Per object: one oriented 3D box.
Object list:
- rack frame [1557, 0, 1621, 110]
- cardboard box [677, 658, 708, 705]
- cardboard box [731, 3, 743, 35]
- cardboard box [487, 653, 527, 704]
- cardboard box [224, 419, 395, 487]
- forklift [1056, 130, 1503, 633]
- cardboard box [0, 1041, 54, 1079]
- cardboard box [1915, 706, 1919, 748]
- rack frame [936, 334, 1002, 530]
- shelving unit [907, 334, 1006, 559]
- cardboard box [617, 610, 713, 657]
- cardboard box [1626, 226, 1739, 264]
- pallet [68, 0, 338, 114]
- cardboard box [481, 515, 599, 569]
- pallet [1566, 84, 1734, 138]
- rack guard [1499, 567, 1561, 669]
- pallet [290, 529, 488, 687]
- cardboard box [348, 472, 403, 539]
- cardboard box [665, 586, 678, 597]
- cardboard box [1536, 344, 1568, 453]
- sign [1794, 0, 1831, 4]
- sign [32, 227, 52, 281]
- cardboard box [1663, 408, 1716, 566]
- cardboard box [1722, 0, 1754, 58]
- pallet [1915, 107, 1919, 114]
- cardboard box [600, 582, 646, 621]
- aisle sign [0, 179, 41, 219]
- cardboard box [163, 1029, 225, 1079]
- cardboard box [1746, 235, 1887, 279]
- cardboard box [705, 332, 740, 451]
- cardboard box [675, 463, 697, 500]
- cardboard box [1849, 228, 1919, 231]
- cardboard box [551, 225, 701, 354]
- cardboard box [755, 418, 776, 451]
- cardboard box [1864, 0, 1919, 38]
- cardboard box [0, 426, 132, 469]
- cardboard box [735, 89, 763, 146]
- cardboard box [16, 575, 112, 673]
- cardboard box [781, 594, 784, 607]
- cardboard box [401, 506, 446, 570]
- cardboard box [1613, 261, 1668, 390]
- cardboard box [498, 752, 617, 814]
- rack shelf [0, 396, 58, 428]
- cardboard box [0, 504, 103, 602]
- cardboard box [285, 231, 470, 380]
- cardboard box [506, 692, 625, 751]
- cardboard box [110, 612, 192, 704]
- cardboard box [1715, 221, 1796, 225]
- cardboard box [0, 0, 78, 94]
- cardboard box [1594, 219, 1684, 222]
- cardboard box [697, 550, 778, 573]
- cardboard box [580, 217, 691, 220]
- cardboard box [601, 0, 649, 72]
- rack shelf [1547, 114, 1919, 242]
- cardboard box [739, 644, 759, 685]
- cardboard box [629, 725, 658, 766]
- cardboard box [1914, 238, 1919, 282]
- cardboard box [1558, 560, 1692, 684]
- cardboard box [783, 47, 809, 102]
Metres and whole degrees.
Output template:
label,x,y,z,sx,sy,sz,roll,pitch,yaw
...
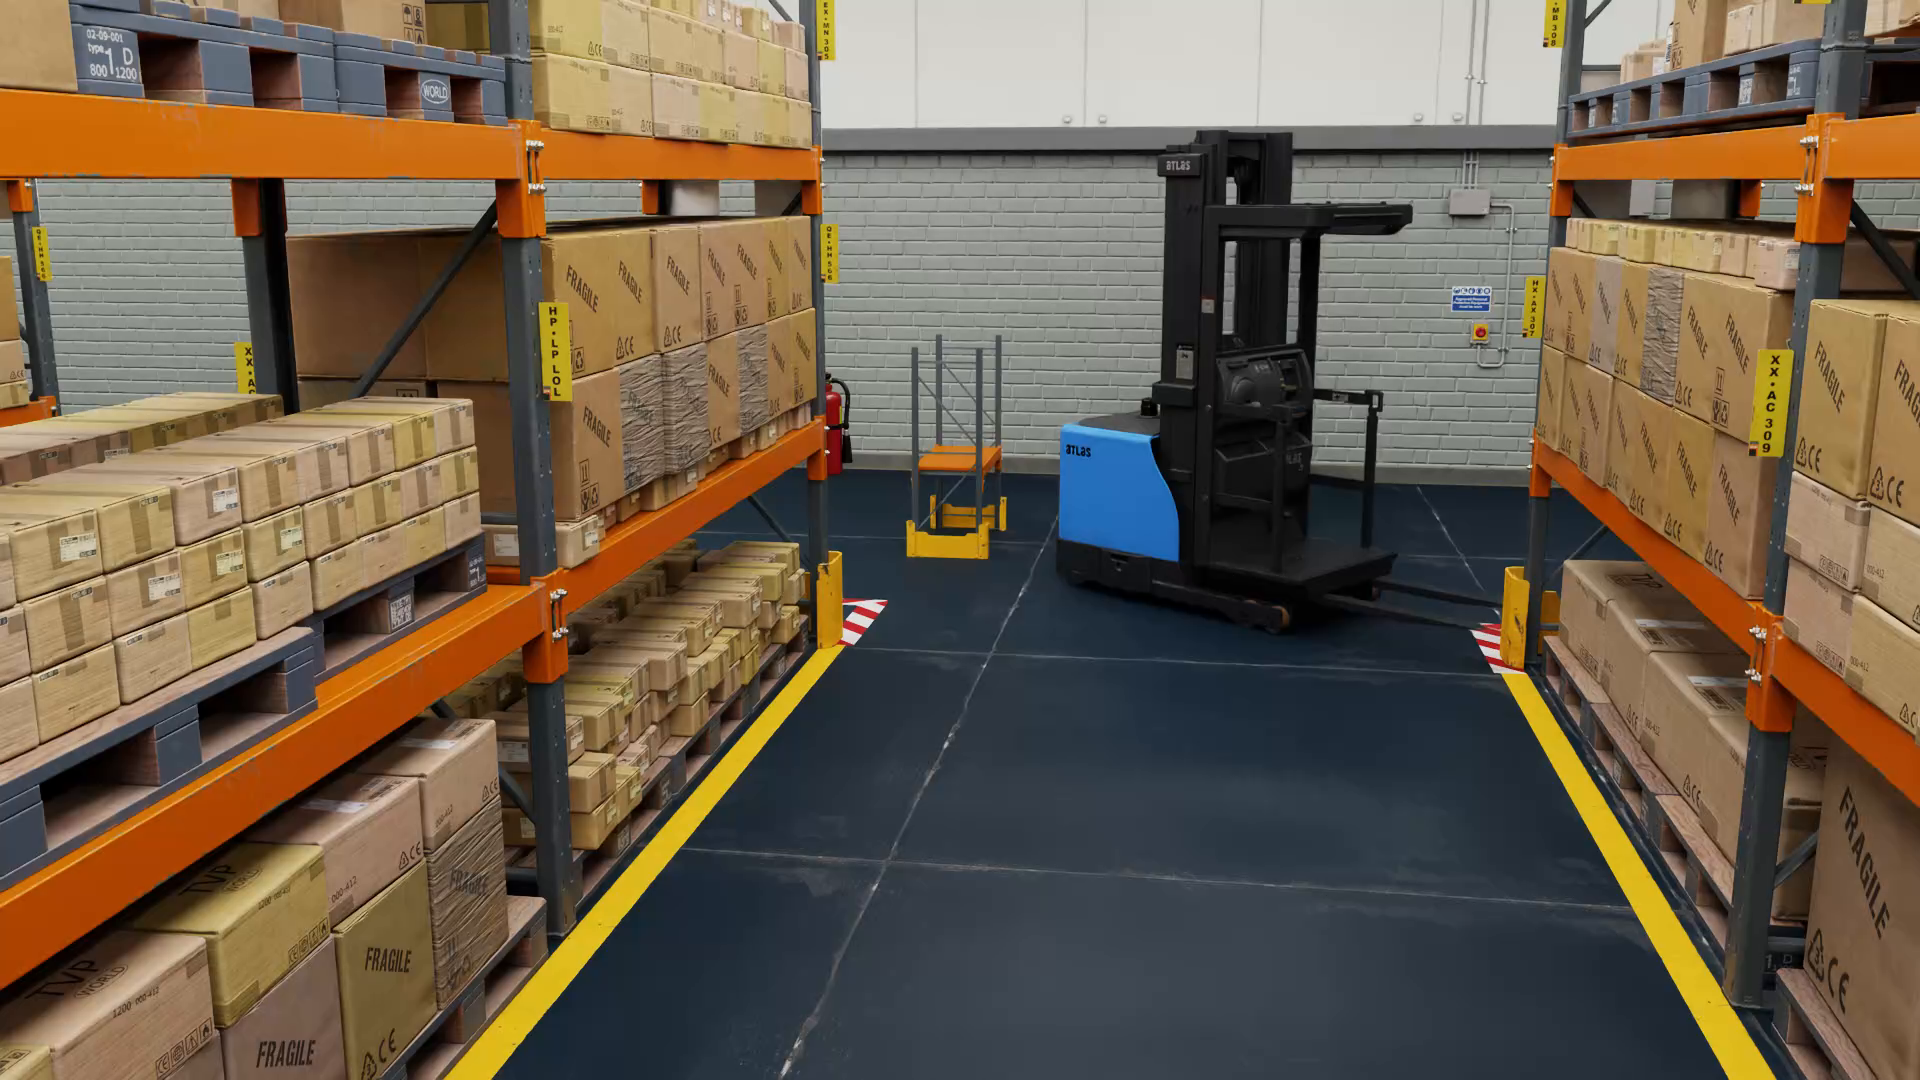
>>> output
label,x,y,z,sx,sy,sz,roll,pitch,yaw
rack frame,3.631,-3.701,8.309,1.000,3.000,0.127,2,12,9
cardboard box,-1.356,0.632,7.506,0.380,0.149,0.250,2,12,8
cardboard box,-1.242,-2.451,7.848,0.380,0.149,0.250,2,12,7
cardboard box,-1.945,0.582,7.033,0.380,0.149,0.250,2,12,11
cardboard box,-1.842,-0.249,4.717,0.380,0.149,0.250,1,12,7
forklift,2.039,-0.999,10.172,1.130,2.935,3.031,-12,17,-43
cardboard box,-2.083,1.166,3.119,0.500,0.250,0.500,2,12,8
cardboard box,2.514,0.434,3.715,0.500,0.250,0.500,2,12,8
rack frame,0.065,-0.821,12.744,0.500,1.500,0.032,2,12,9
shelving unit,-0.012,-0.717,12.262,0.587,1.500,1.083,2,12,9
cardboard box,-1.368,0.433,7.724,0.380,0.149,0.250,2,12,9
cardboard box,3.022,-1.237,6.963,0.380,0.149,0.250,2,12,7
pallet,-2.248,-1.109,3.845,1.213,0.211,1.003,2,12,9
cardboard box,-1.524,-0.001,5.974,0.380,0.149,0.250,2,12,11
pallet,3.527,-2.037,7.916,1.003,0.211,1.213,2,12,9
rack guard,3.634,0.448,9.227,1.175,0.500,0.348,2,12,9
pallet,-2.153,0.173,5.027,1.003,0.211,1.213,2,12,9
cardboard box,-1.838,-0.108,4.766,0.380,0.149,0.250,2,12,11
cardboard box,-1.658,0.345,8.839,0.380,0.149,0.250,2,12,9
cardboard box,3.273,-0.727,8.510,0.500,0.500,0.500,2,12,8
sign,2.467,-1.712,4.780,0.100,0.325,0.005,2,12,9
sign,-5.627,-1.751,10.189,0.100,0.325,0.005,2,12,9
cardboard box,2.908,-0.197,6.051,0.500,0.500,0.500,2,12,7
cardboard box,3.191,-1.989,6.003,0.797,0.503,0.637,3,12,13
pallet,2.923,-1.116,3.888,0.805,0.209,1.217,1,12,6
cardboard box,-1.790,0.309,8.299,0.380,0.149,0.250,2,12,11
aisle sign,-5.854,-2.366,10.181,0.394,0.787,0.004,2,12,9
cardboard box,-1.997,1.423,3.706,0.500,0.500,0.500,2,12,7
cardboard box,2.944,-0.968,5.716,0.380,0.149,0.250,2,12,9
cardboard box,-1.331,-0.684,7.605,0.500,0.500,0.500,3,12,11
cardboard box,-1.370,-0.277,7.254,0.380,0.149,0.250,2,12,11
cardboard box,3.573,-1.165,6.627,0.380,0.149,0.250,2,12,9
cardboard box,-1.408,-1.057,6.961,0.500,0.500,0.500,2,12,10
cardboard box,-1.162,-0.551,8.527,0.380,0.149,0.250,2,12,10
cardboard box,2.593,-1.449,4.300,0.396,0.266,0.258,2,12,8
cardboard box,-2.526,-0.218,4.573,0.380,0.149,0.250,2,12,8
cardboard box,-1.245,-1.989,7.837,0.500,0.250,0.500,2,12,11
cardboard box,-2.037,0.167,3.491,0.380,0.149,0.250,2,12,8
cardboard box,-1.169,0.307,9.015,0.380,0.149,0.250,2,12,7
cardboard box,-1.796,-0.015,5.041,0.380,0.149,0.250,2,12,9
cardboard box,3.056,-0.897,6.923,0.500,0.500,0.500,2,12,9
cardboard box,-1.519,0.902,6.250,0.380,0.149,0.250,2,12,11
rack shelf,-6.469,-0.322,8.574,1.077,0.370,4.000,2,12,9
cardboard box,-2.043,0.020,3.466,0.380,0.149,0.250,2,12,10
cardboard box,-2.086,-0.865,6.071,0.500,0.500,0.500,1,12,7
cardboard box,-1.533,0.702,6.476,0.380,0.149,0.250,3,12,11
cardboard box,-1.995,0.258,3.776,0.380,0.149,0.250,1,12,7
cardboard box,3.802,-1.432,7.869,0.380,0.149,0.250,2,12,8
cardboard box,-2.014,-1.077,3.013,0.500,0.500,0.500,2,12,9
cardboard box,3.333,-1.502,8.191,0.380,0.149,0.250,2,12,10
cardboard box,-1.202,0.158,8.997,0.380,0.149,0.250,2,12,10
cardboard box,-1.679,-1.401,8.558,0.500,0.500,0.500,2,12,10
cardboard box,-1.499,-1.909,6.280,0.500,0.250,0.500,2,12,8
rack shelf,3.323,-1.467,6.769,1.077,0.370,4.000,2,12,9
cardboard box,-1.218,0.613,8.301,0.380,0.149,0.250,1,12,6
cardboard box,-1.500,0.884,7.041,0.380,0.149,0.250,2,12,7
cardboard box,3.344,-0.902,5.408,0.380,0.149,0.250,2,12,9
cardboard box,3.628,0.419,8.514,0.875,0.438,0.875,1,12,7
cardboard box,-1.095,-2.441,8.751,0.500,0.250,0.500,1,12,7
